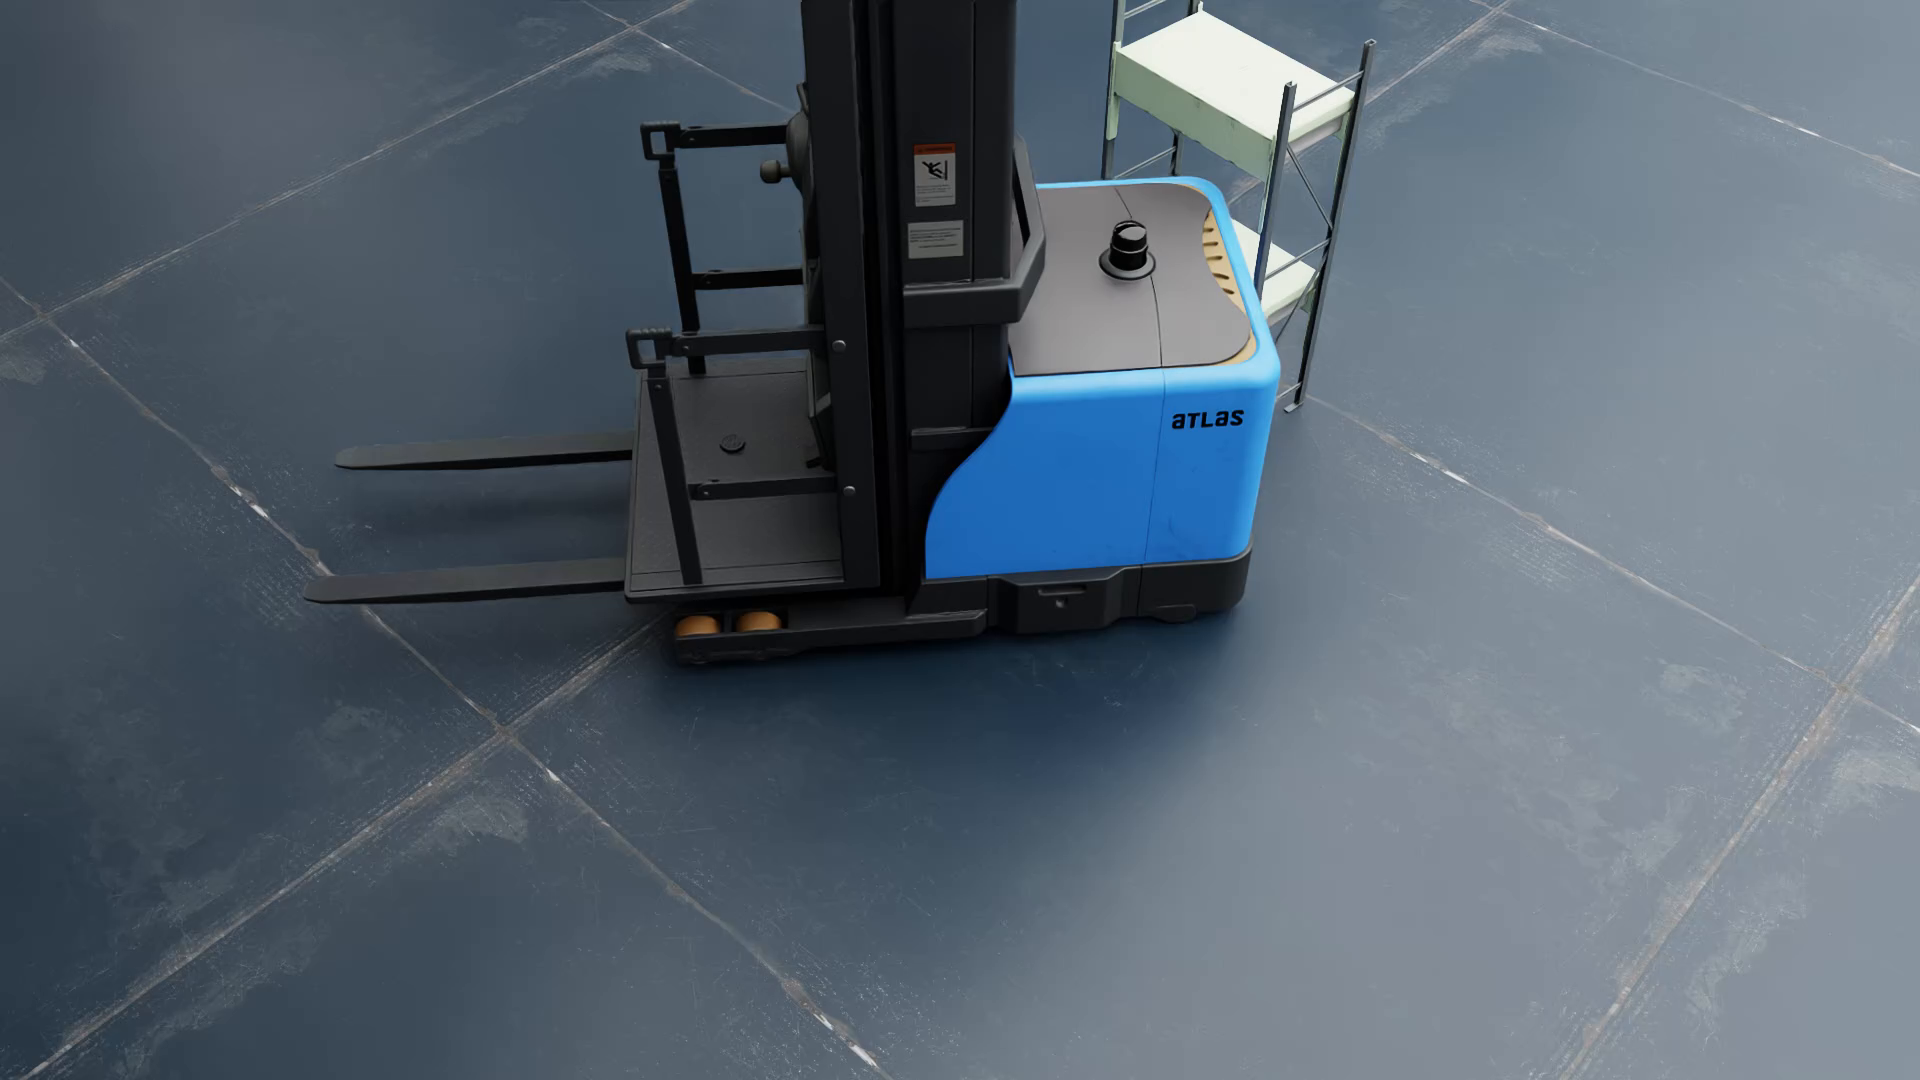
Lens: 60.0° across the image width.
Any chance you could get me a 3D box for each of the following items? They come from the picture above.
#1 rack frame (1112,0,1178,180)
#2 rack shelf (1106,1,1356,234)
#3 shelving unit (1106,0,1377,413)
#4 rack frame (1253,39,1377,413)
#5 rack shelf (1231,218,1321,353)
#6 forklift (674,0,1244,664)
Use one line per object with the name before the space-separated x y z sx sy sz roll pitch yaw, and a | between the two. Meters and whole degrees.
rack frame | 0.657 -1.346 5.985 0.380 1.308 0.010 -32 54 -26
rack shelf | 0.893 -1.409 5.509 0.431 0.370 0.720 -32 54 -26
shelving unit | 0.895 -1.140 5.791 0.431 1.500 0.748 -32 54 -26
rack frame | 1.130 -0.938 5.602 0.400 1.500 0.023 -32 54 -26
rack shelf | 0.893 -0.919 6.031 0.431 0.370 0.720 -32 54 -26
forklift | 2.602 -8.819 12.063 9.217 2.867 21.916 -4 47 -4
